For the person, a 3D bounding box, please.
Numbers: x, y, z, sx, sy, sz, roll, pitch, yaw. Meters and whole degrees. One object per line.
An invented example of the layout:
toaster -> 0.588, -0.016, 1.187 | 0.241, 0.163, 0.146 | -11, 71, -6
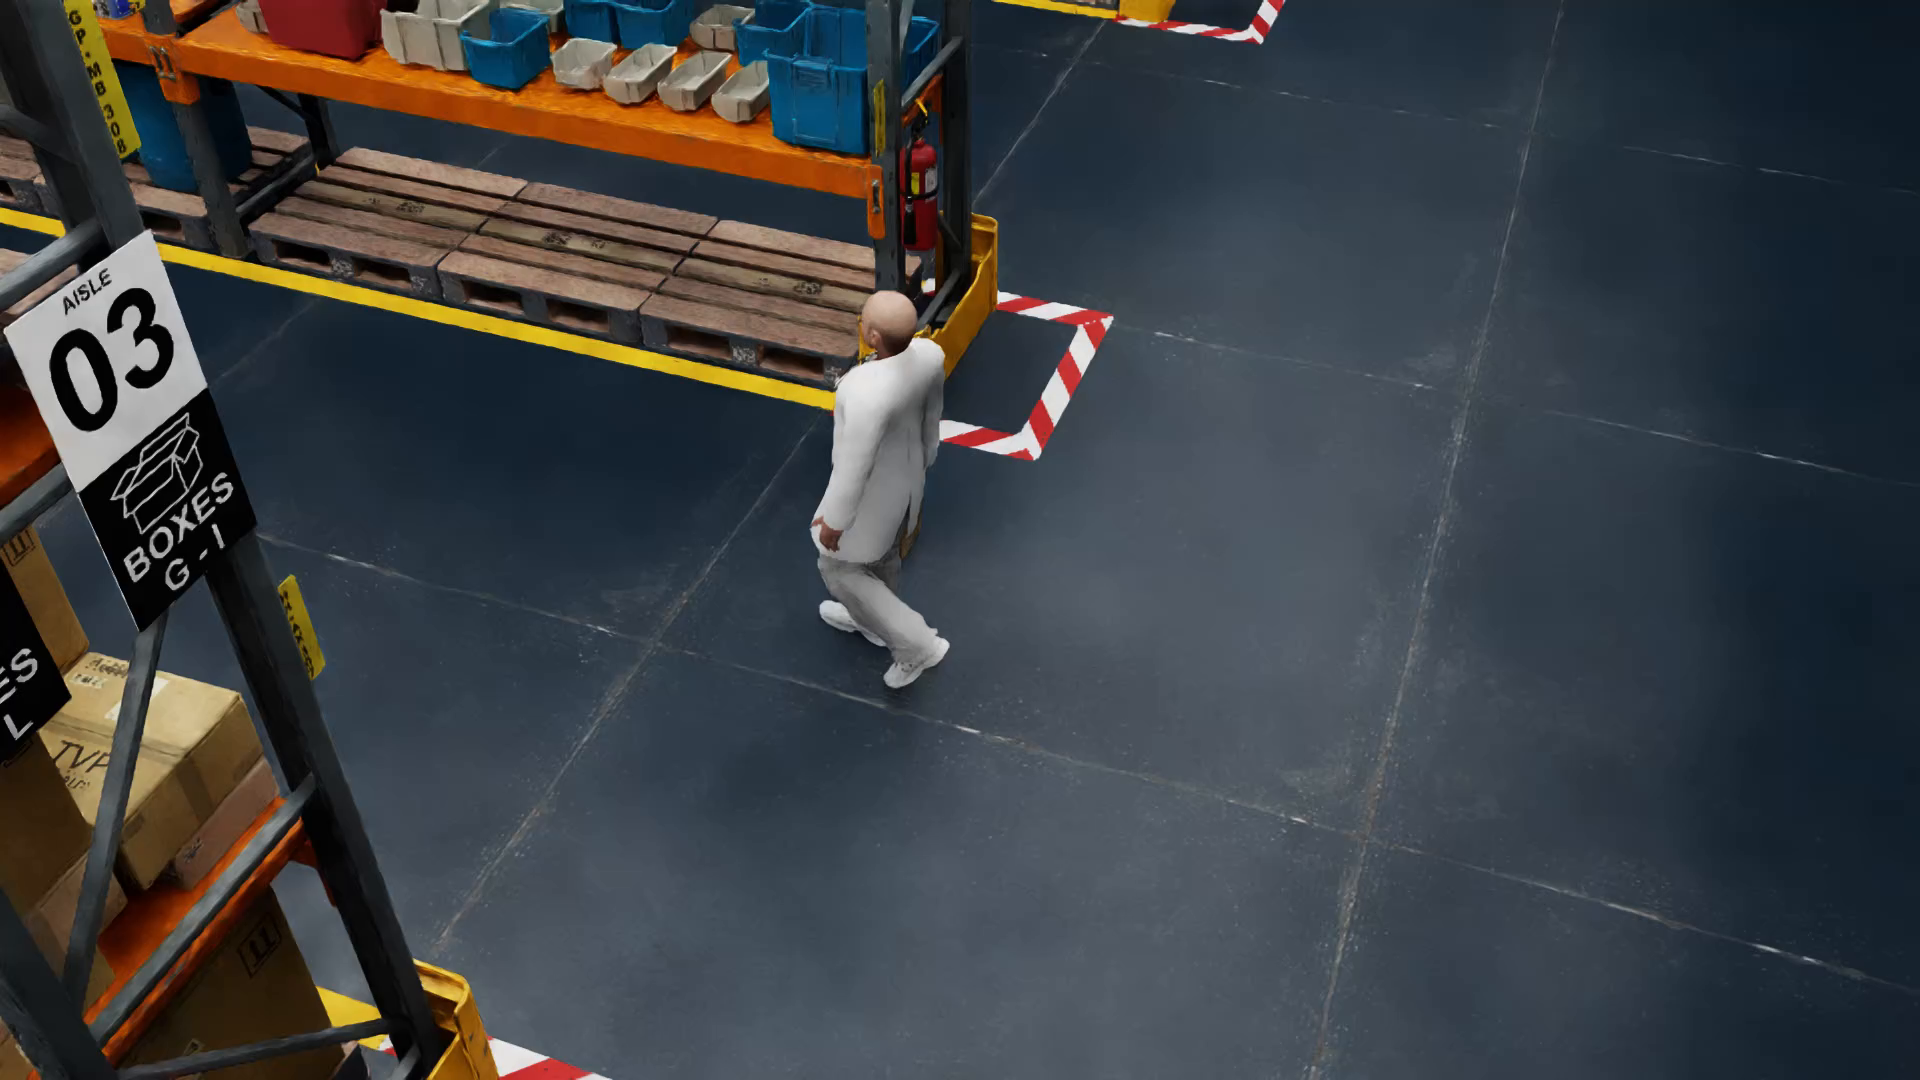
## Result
person -> -0.318, -0.196, 6.390 | 0.740, 1.772, 0.629 | 21, 45, 23
